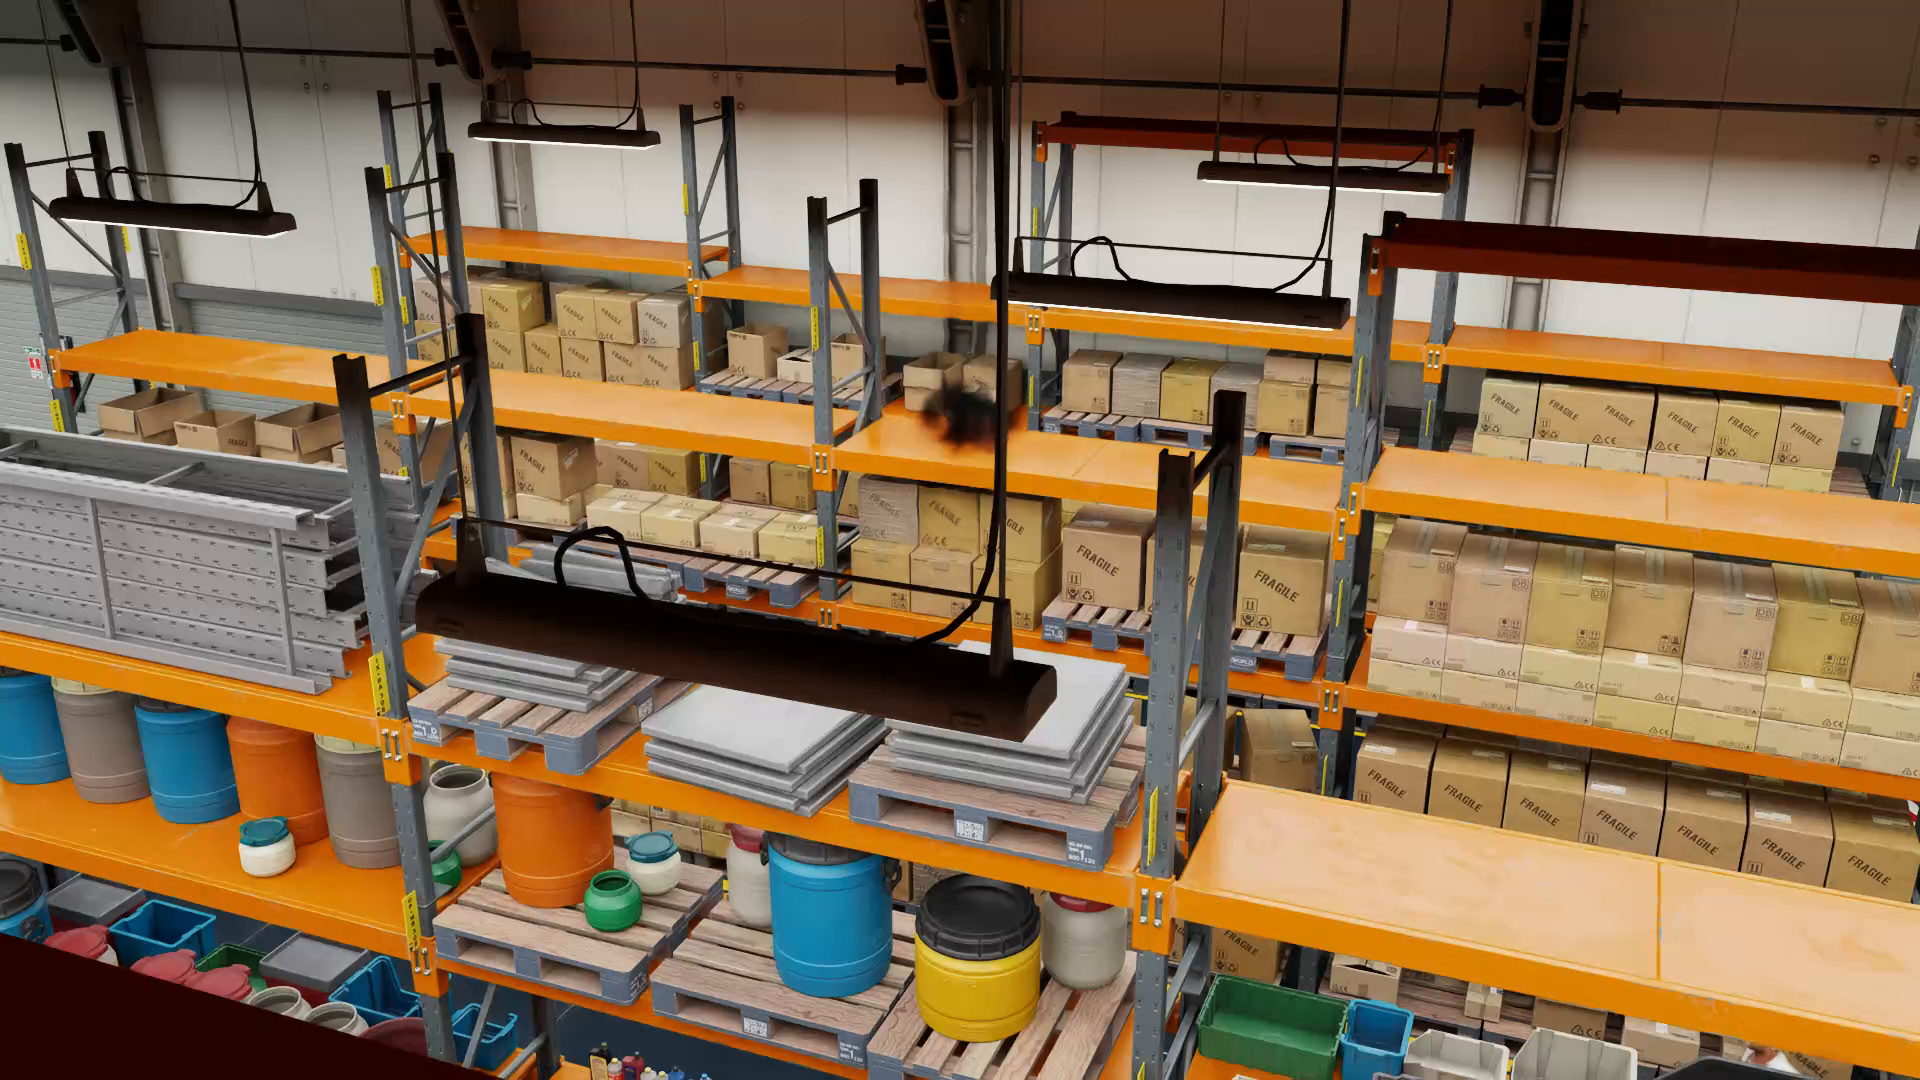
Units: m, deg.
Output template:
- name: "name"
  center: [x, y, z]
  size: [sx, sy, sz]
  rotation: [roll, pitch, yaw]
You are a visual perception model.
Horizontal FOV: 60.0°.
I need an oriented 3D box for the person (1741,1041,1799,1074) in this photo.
- name: "person"
  center: [4.967, 3.694, 10.282]
  size: [0.725, 1.734, 0.698]
  rotation: [1, 21, 4]
